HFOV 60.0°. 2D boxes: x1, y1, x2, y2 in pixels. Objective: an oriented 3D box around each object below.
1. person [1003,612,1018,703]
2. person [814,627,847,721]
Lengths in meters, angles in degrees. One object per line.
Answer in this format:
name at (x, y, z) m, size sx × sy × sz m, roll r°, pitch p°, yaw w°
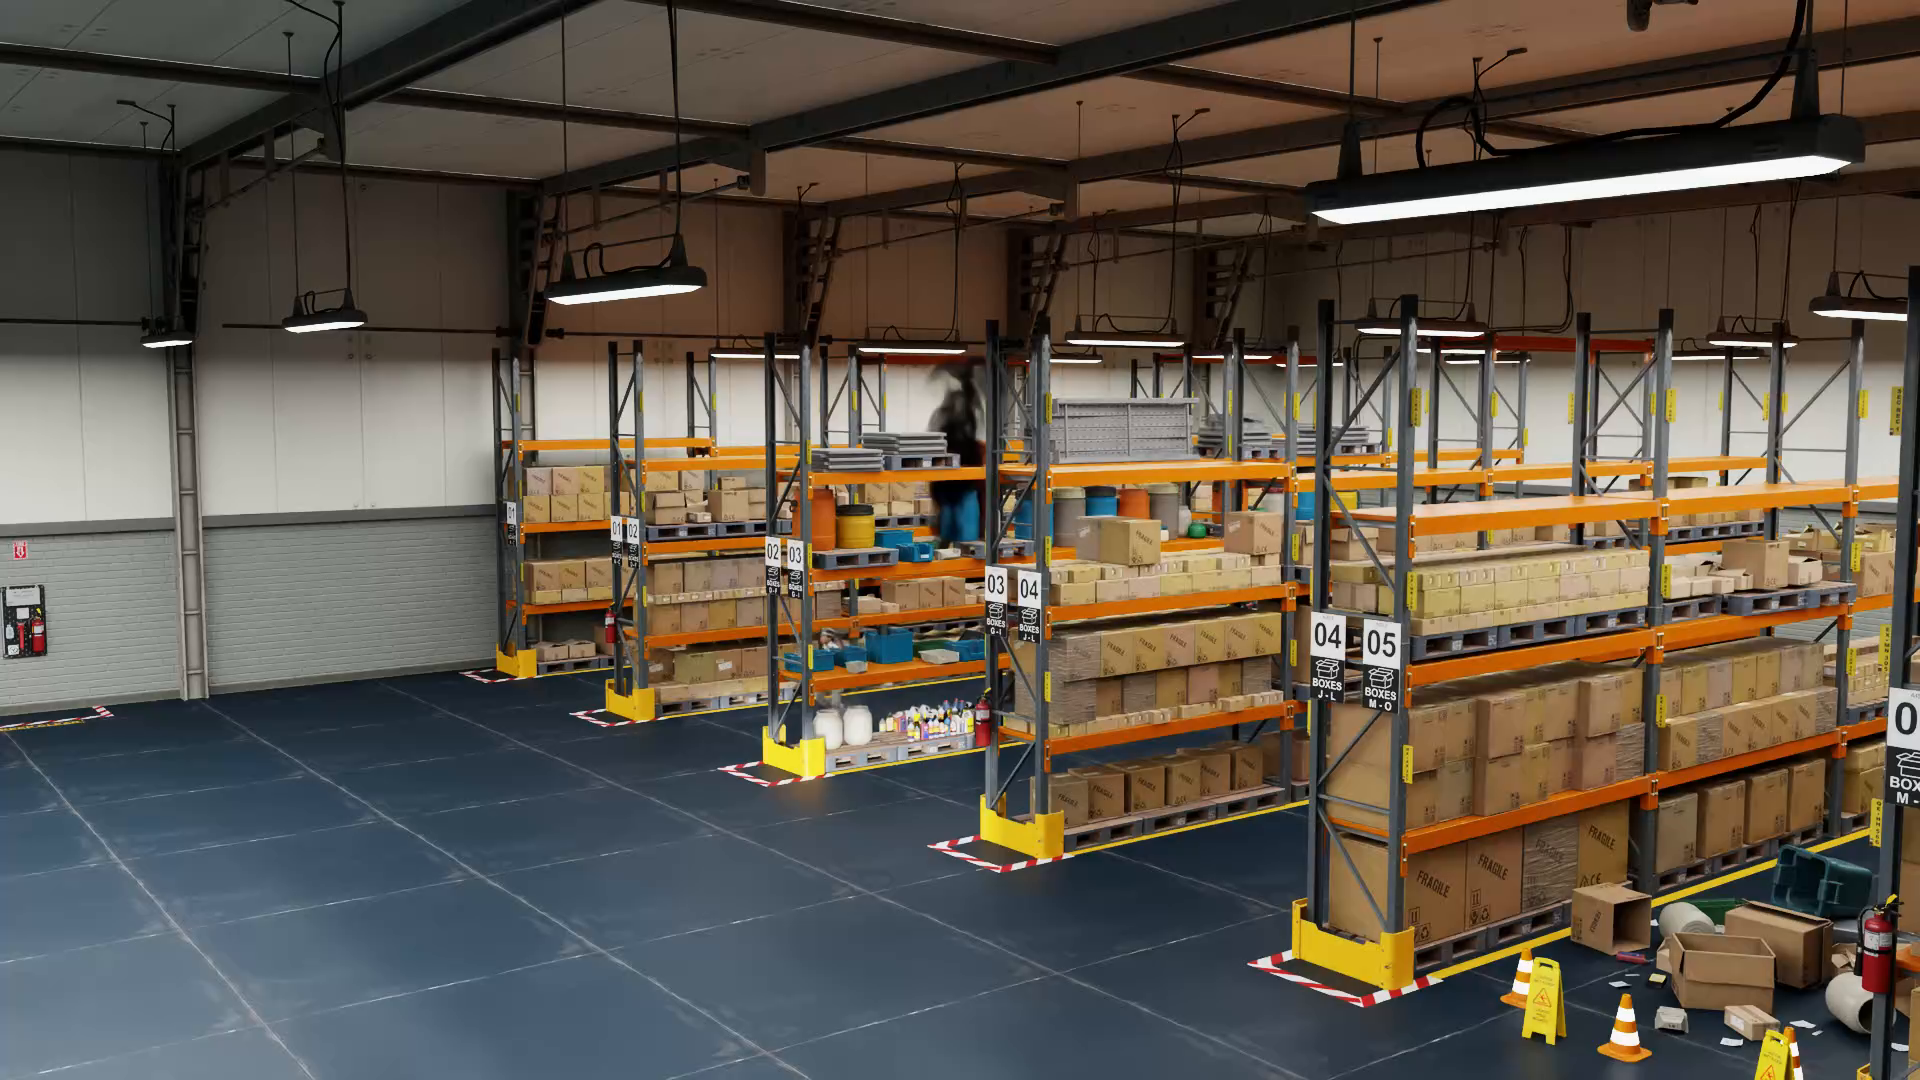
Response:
person at (0.999, 1.825, 28.137) m, size 0.712 × 1.764 × 0.918 m, roll 4°, pitch 7°, yaw 41°
person at (-1.957, 2.108, 25.395) m, size 0.690 × 1.608 × 0.574 m, roll -4°, pitch 6°, yaw -38°
